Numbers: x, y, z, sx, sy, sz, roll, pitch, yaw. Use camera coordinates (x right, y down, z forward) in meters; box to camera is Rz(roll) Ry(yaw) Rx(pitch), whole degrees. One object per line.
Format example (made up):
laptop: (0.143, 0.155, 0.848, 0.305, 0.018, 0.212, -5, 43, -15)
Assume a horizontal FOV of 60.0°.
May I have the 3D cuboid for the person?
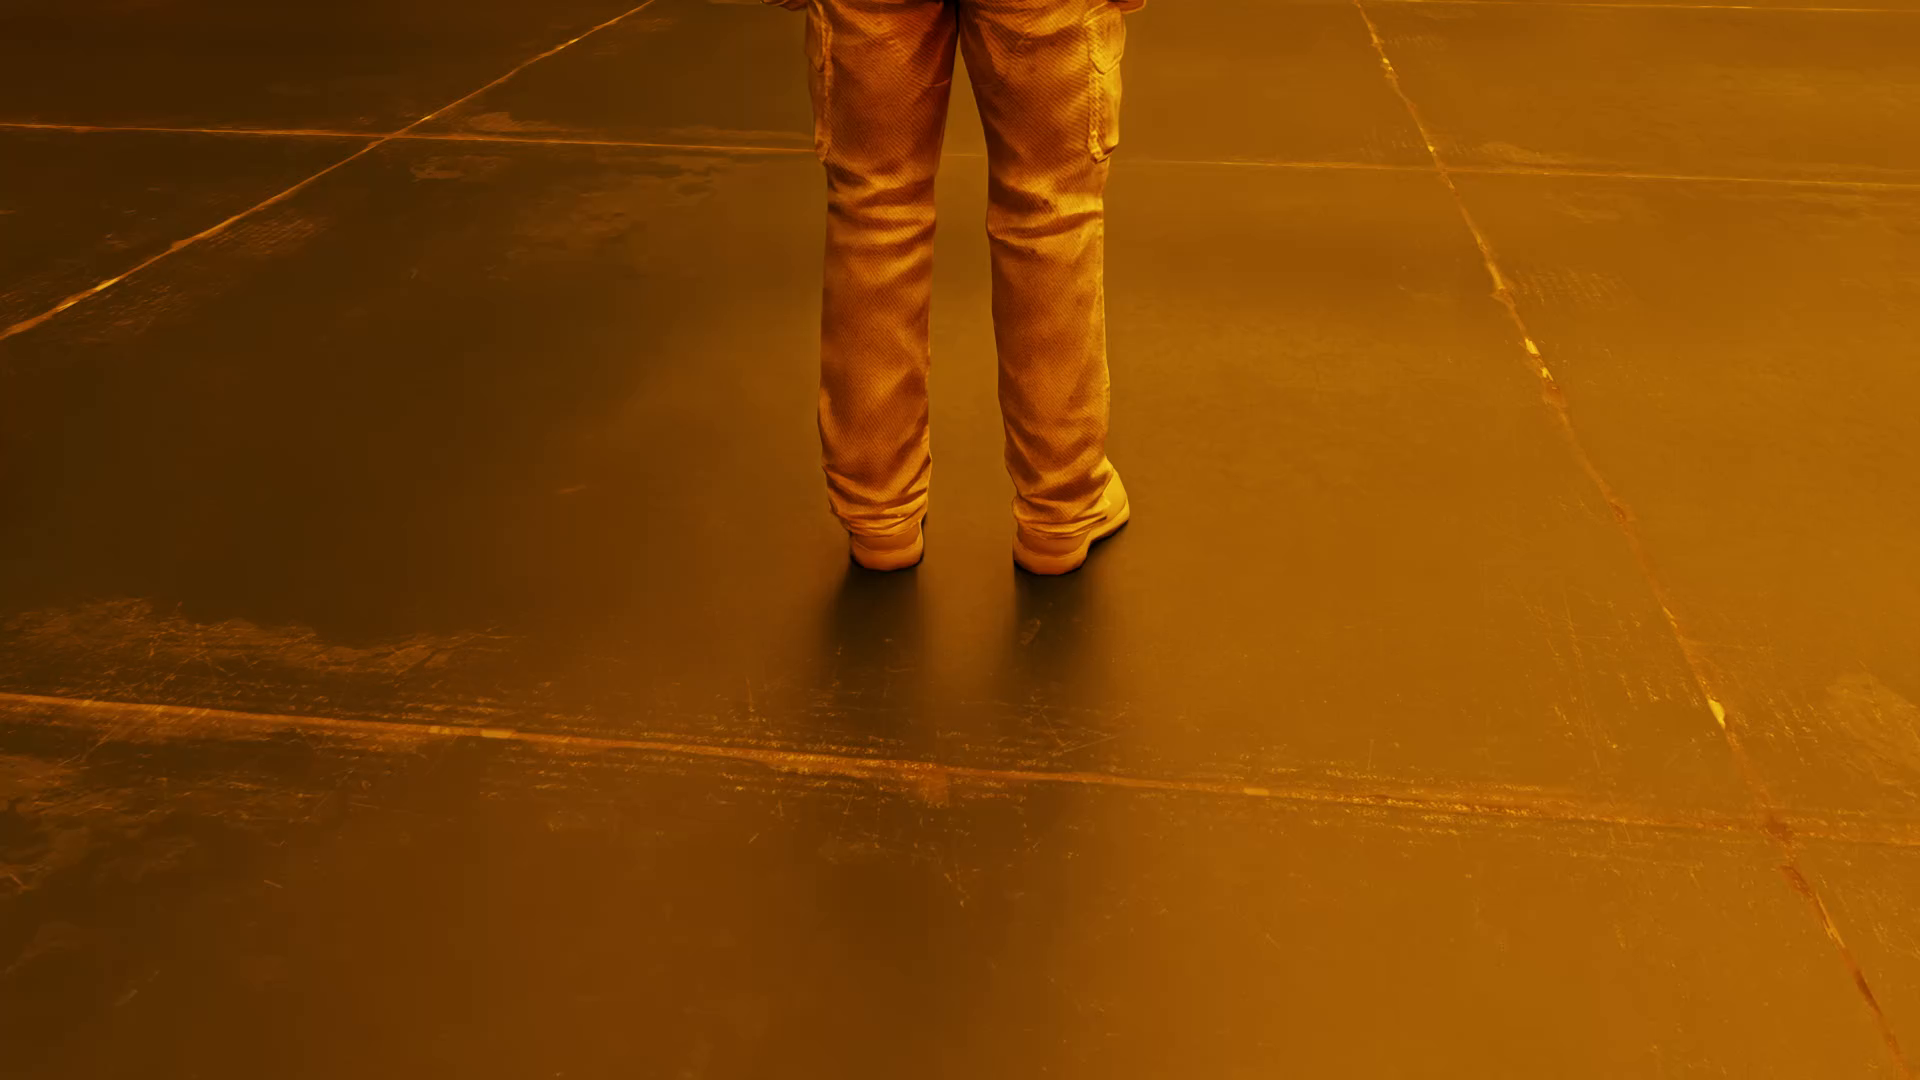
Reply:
person: (-0.010, -0.801, 2.107, 0.542, 1.789, 0.382, 3, 27, 7)
